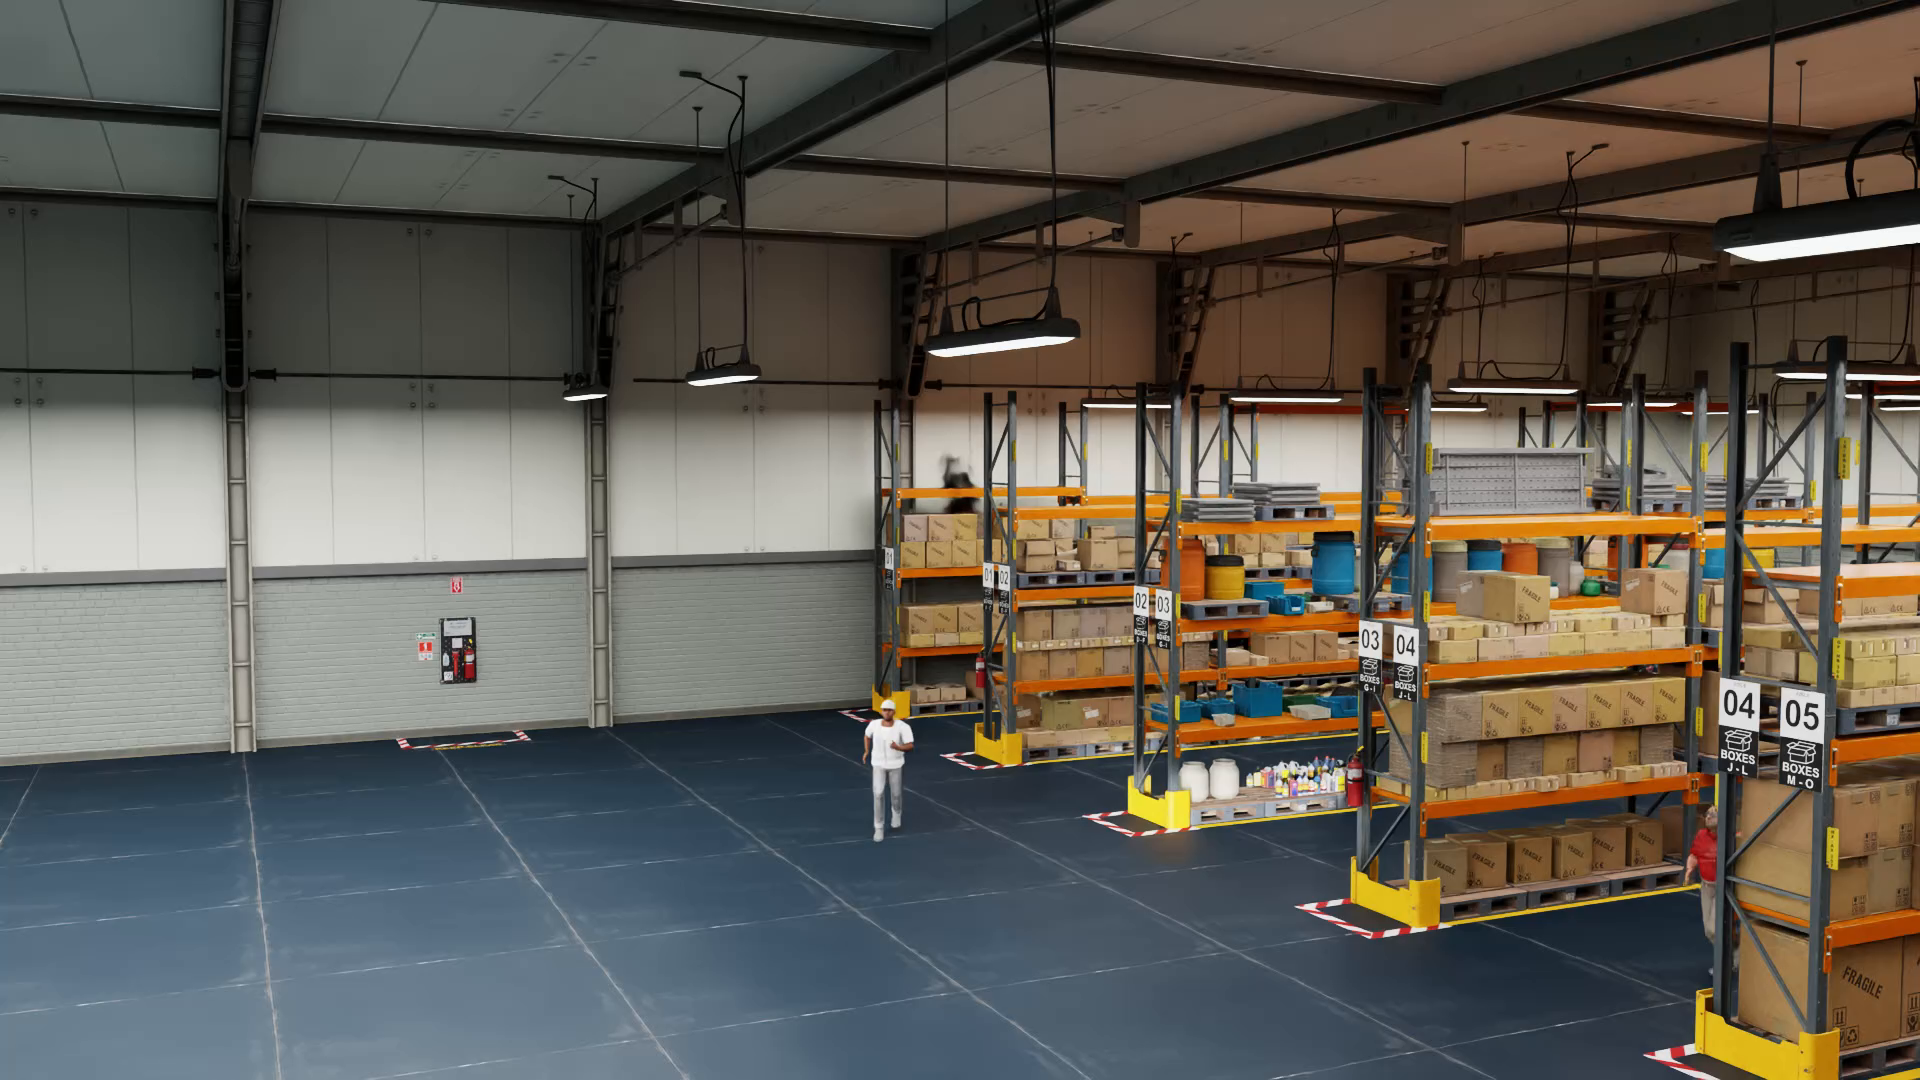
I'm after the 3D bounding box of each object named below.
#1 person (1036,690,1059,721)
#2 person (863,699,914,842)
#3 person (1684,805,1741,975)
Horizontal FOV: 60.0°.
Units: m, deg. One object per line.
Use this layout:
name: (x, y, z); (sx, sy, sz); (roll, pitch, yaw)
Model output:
person: (1.674, 2.560, 29.817); (0.847, 1.857, 0.666); (-2, 4, -32)
person: (-0.946, 2.986, 21.868); (0.688, 1.786, 0.919); (0, 3, 4)
person: (7.312, 3.393, 16.011); (0.718, 1.688, 0.688); (-2, 4, -28)
